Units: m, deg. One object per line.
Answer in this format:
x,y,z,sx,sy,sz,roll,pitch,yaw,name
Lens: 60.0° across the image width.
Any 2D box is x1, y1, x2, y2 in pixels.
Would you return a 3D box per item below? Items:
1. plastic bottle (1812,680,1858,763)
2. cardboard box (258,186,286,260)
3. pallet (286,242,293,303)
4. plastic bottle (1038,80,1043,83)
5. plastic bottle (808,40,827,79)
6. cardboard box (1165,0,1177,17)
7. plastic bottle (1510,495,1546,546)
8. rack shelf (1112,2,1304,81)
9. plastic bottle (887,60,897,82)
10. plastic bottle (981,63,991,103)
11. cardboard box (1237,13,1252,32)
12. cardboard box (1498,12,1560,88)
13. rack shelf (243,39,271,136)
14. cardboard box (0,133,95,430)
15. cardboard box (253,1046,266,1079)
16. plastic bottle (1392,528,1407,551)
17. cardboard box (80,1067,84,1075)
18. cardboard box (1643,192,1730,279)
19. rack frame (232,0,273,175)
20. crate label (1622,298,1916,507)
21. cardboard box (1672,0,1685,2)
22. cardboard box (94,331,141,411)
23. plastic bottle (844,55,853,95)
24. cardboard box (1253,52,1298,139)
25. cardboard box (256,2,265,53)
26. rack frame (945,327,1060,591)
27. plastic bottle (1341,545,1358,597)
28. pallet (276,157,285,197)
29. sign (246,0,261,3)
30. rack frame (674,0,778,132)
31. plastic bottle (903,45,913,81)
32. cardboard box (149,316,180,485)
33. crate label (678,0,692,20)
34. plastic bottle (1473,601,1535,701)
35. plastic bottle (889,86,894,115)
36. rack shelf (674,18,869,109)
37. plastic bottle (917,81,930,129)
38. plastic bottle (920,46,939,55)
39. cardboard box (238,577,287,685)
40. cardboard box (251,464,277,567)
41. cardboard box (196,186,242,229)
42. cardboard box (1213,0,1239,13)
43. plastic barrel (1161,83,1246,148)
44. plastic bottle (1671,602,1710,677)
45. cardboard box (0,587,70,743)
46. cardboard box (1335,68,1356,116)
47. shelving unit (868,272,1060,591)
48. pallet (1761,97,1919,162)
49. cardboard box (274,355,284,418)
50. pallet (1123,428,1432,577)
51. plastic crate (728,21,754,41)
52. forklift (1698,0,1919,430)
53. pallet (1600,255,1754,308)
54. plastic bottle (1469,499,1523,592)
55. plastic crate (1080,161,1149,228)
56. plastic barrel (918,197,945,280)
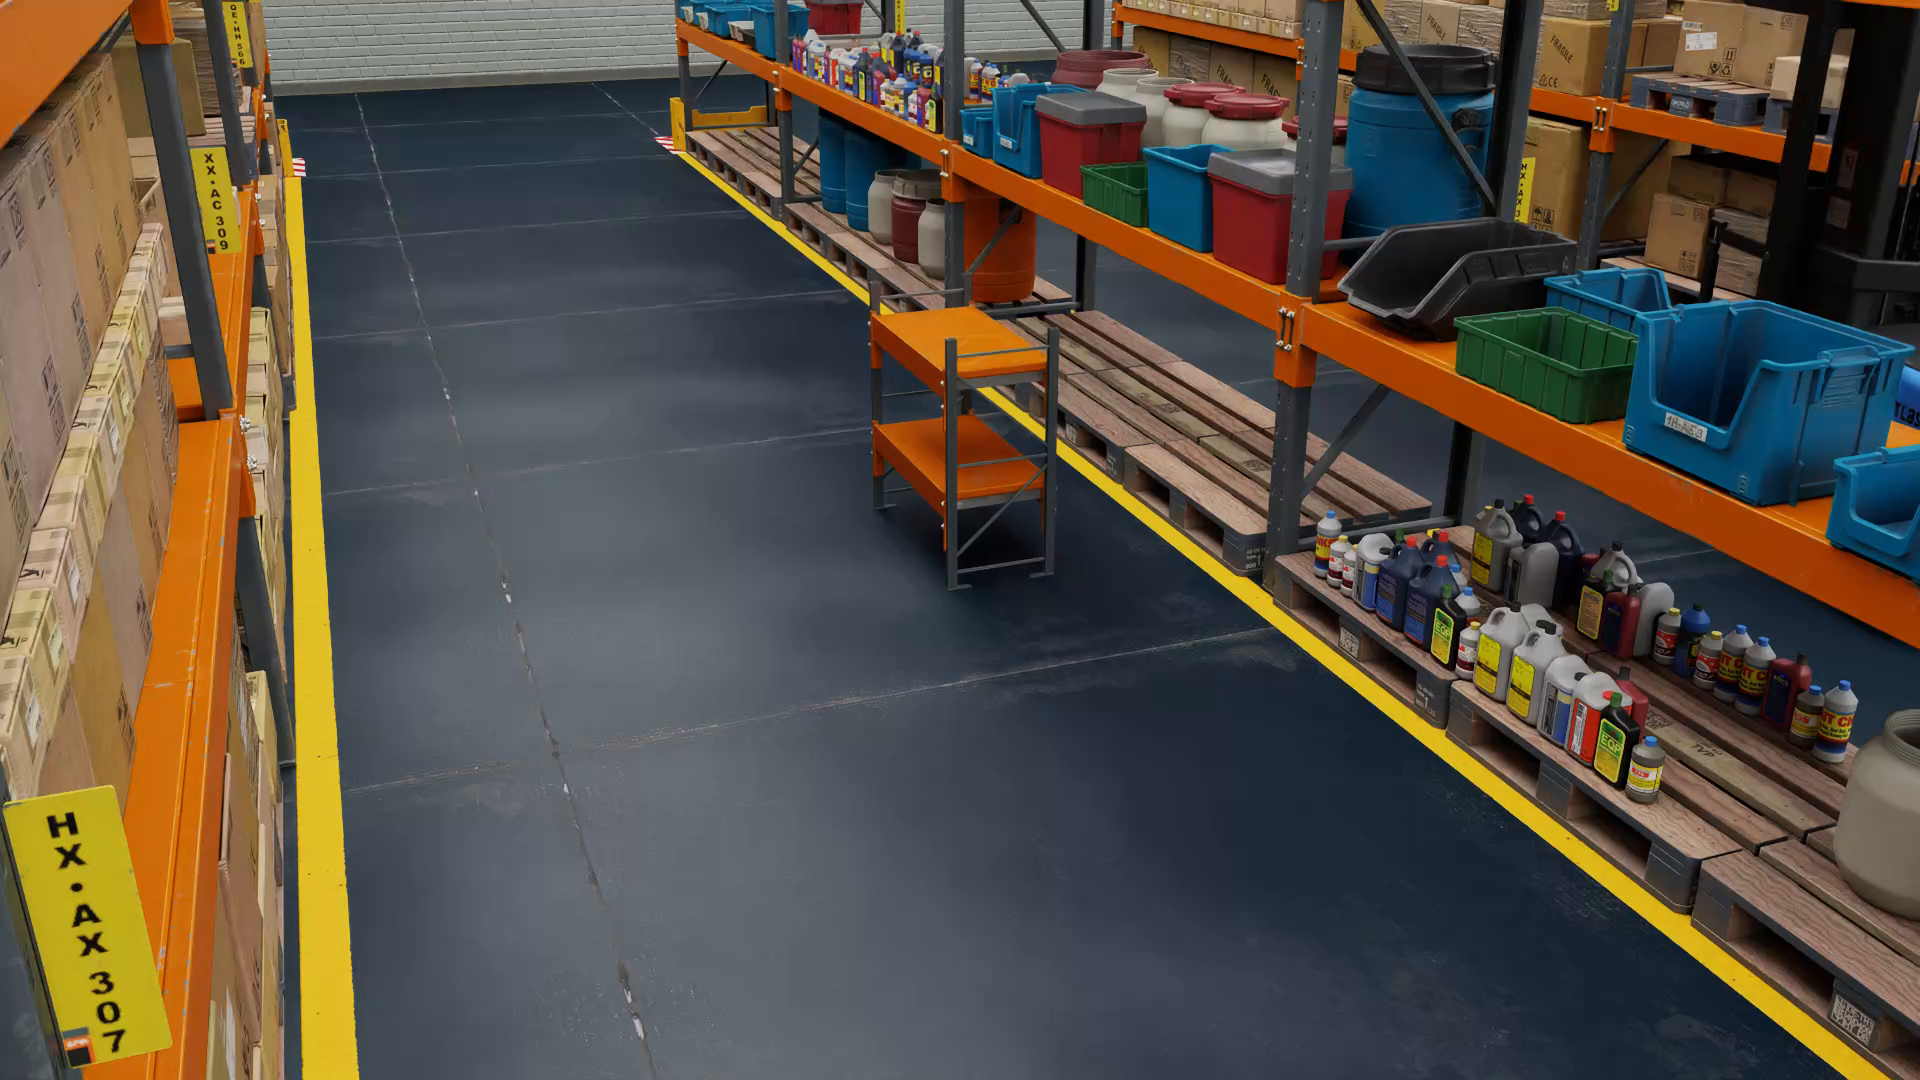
2.869,0.587,5.442,0.097,0.271,0.097,0,23,0,plastic bottle
-5.047,-2.178,11.707,0.500,0.500,0.500,-8,24,-19,cardboard box
-5.334,-1.872,11.921,1.003,0.211,1.213,-8,24,-19,pallet
0.526,-2.861,10.841,0.097,0.271,0.097,0,23,0,plastic bottle
-1.085,-3.716,12.863,0.152,0.276,0.135,-8,24,-19,plastic bottle
2.381,-5.596,17.488,0.380,0.149,0.250,-9,24,-20,cardboard box
2.302,-0.007,6.749,0.144,0.351,0.185,-9,24,-20,plastic bottle
2.906,-5.201,17.154,1.077,0.370,4.000,-8,24,-19,rack shelf
-0.485,-3.210,11.653,0.061,0.283,0.133,-8,24,-19,plastic bottle
0.199,-3.197,11.638,0.097,0.271,0.097,0,23,0,plastic bottle
2.926,-5.036,16.160,0.380,0.149,0.250,-8,24,-18,cardboard box
4.448,-3.726,12.599,0.500,0.500,0.500,-9,24,-19,cardboard box
-6.363,-3.843,13.932,1.077,0.370,4.000,-8,24,-19,rack shelf
-2.136,-0.478,3.222,0.700,0.500,0.500,-8,24,-19,cardboard box
-1.755,1.398,3.572,0.500,0.250,0.500,-8,24,-19,cardboard box
1.746,0.104,6.571,0.061,0.283,0.133,-8,24,-19,plastic bottle
-1.570,0.695,2.111,0.700,0.500,0.500,-8,24,-19,cardboard box
5.281,-2.162,11.671,0.700,0.500,0.500,-10,25,-22,cardboard box
-5.657,-3.448,12.068,1.000,3.000,0.127,-8,24,-19,rack frame
2.315,-0.414,4.824,0.502,0.435,0.616,-8,24,-19,crate label
7.671,-5.959,17.513,0.500,0.500,0.500,-9,24,-20,cardboard box
-2.087,-0.355,3.767,0.380,0.149,0.250,-8,24,-17,cardboard box
-0.790,-3.380,12.073,0.097,0.271,0.097,0,23,0,plastic bottle
3.454,-4.271,16.216,0.875,0.875,0.875,-8,24,-19,cardboard box
-6.299,-4.452,14.322,0.500,0.500,0.500,-8,24,-19,cardboard box
0.177,-0.336,7.099,0.500,1.125,0.032,-8,24,-19,rack frame
1.579,0.117,6.646,0.097,0.201,0.097,0,23,0,plastic bottle
-6.760,-3.299,15.306,1.003,0.211,1.213,-8,24,-19,pallet
-5.139,-4.059,12.027,0.100,0.325,0.005,-8,24,-19,sign
-2.434,-5.580,17.126,1.000,3.000,0.127,-8,24,-19,rack frame
-0.383,-3.628,12.662,0.097,0.271,0.097,0,23,0,plastic bottle
-2.668,-0.427,4.772,0.700,0.500,0.500,-9,24,-20,cardboard box
-2.655,-5.395,16.827,0.416,0.233,0.303,-8,24,-19,crate label
1.919,0.372,5.850,0.144,0.351,0.185,-9,24,-19,plastic bottle
-0.427,-2.975,11.202,0.097,0.201,0.097,0,23,0,plastic bottle
-1.728,-4.521,15.541,1.077,0.370,4.000,-8,24,-19,rack shelf
-0.232,-2.791,10.661,0.061,0.283,0.133,-8,24,-19,plastic bottle
-0.225,-3.605,12.601,0.152,0.276,0.135,-8,24,-19,plastic bottle
-2.741,0.352,6.053,0.500,0.250,0.500,-9,24,-20,cardboard box
-2.915,-0.093,6.386,0.500,0.311,0.500,-9,24,-20,cardboard box
-3.667,-1.590,7.983,0.380,0.149,0.250,-8,24,-19,cardboard box
2.845,-5.371,16.442,0.500,0.250,0.500,-8,24,-18,cardboard box
1.260,-2.083,8.656,0.433,0.535,0.433,0,23,0,plastic barrel
2.641,0.352,5.998,0.097,0.271,0.097,0,23,0,plastic bottle
-1.537,0.209,2.429,0.380,0.149,0.250,-8,24,-19,cardboard box
3.857,-3.790,15.076,1.225,0.875,0.875,-8,24,-19,cardboard box
-0.002,-0.521,7.537,0.538,1.125,1.048,-8,24,-19,shelving unit
5.763,-2.550,10.186,1.003,0.211,1.213,-8,24,-19,pallet
-3.830,-0.763,8.698,0.500,0.250,0.500,-8,24,-18,cardboard box
1.491,-0.214,7.987,1.003,0.211,1.213,-8,24,-19,pallet
-1.918,-4.624,15.121,0.293,0.136,0.466,-8,24,-19,plastic crate
4.093,-1.523,7.591,1.130,2.935,3.031,-3,23,-6,forklift
5.300,-1.783,11.709,1.003,0.211,1.213,-8,24,-19,pallet
2.167,0.013,6.702,0.144,0.351,0.185,-8,24,-19,plastic bottle
0.925,-1.716,8.232,0.450,0.188,0.662,-8,24,-19,plastic crate
-0.080,-2.088,11.505,0.421,0.512,0.421,0,23,0,plastic barrel
